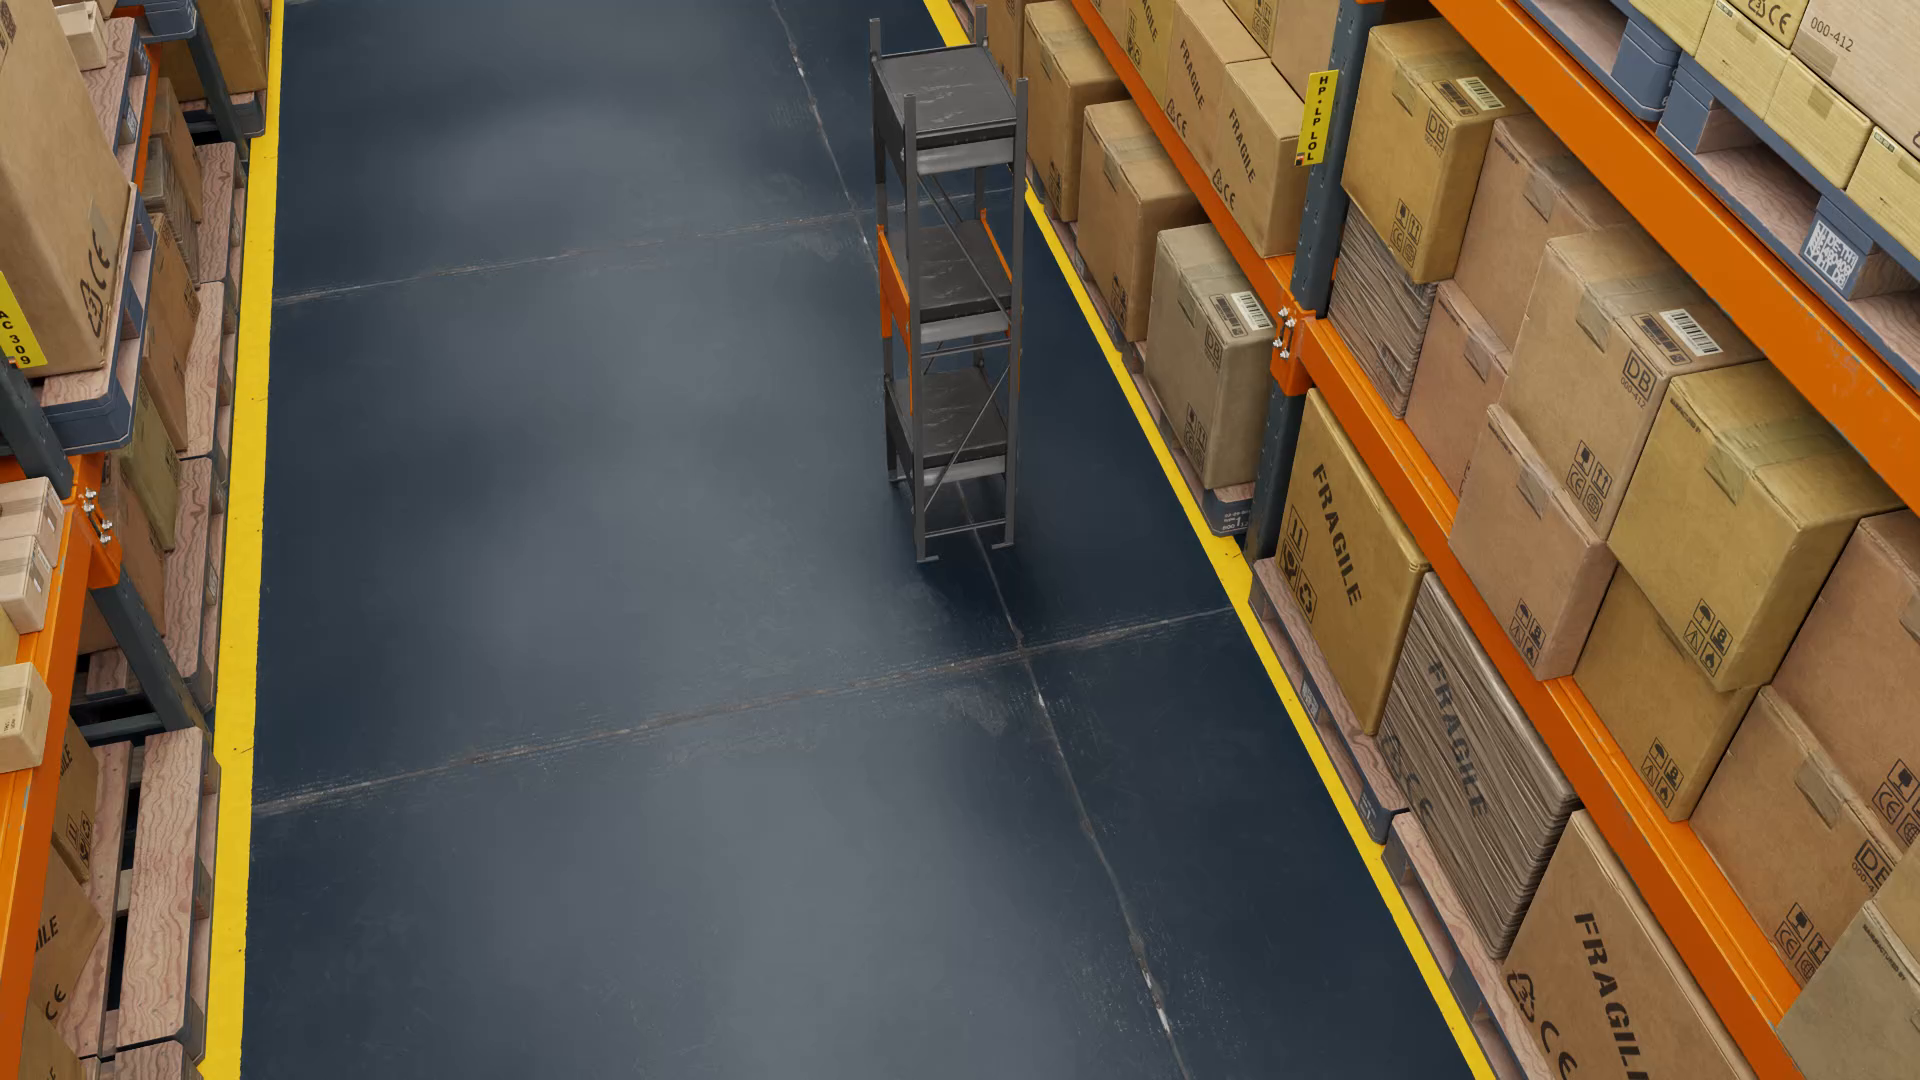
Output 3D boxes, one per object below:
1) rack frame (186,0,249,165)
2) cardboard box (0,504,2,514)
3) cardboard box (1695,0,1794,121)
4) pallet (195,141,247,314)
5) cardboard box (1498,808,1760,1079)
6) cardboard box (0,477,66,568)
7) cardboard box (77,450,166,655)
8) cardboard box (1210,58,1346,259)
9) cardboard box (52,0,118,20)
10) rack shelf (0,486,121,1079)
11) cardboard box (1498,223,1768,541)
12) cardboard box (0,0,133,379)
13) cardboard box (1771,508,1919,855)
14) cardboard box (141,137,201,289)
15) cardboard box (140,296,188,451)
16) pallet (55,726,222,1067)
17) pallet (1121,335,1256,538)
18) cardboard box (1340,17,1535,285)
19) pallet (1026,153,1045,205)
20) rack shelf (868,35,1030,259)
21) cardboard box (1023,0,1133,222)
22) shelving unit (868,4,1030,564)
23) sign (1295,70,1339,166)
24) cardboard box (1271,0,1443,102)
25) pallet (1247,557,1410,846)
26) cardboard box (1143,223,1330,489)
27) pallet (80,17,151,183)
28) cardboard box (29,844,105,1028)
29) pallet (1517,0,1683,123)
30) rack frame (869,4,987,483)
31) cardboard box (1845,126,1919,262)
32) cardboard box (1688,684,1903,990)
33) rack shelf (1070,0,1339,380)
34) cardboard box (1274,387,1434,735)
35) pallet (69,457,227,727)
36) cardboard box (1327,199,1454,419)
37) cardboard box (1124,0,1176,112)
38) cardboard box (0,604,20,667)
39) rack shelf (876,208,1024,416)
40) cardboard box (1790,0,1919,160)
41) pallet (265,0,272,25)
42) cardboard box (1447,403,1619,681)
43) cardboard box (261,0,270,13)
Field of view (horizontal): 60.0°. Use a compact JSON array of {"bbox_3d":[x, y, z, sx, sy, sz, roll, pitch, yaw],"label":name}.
[{"bbox_3d":[-4.210,-2.964,7.555,1.000,3.000,0.127,-11,47,-10],"label":"rack frame"},{"bbox_3d":[-3.130,-0.020,4.391,0.875,0.500,0.500,-11,47,-10],"label":"cardboard box"},{"bbox_3d":[1.727,-0.991,3.333,0.380,0.149,0.250,-11,47,-10],"label":"cardboard box"},{"bbox_3d":[-4.011,-1.449,8.022,1.003,0.211,1.213,-11,47,-10],"label":"pallet"},{"bbox_3d":[2.194,1.255,4.613,0.875,0.875,0.875,-11,47,-11],"label":"cardboard box"},{"bbox_3d":[-2.846,-0.020,4.845,0.380,0.149,0.250,-11,47,-10],"label":"cardboard box"},{"bbox_3d":[-3.322,0.090,6.003,0.700,0.500,0.500,-14,47,-13],"label":"cardboard box"},{"bbox_3d":[1.243,-1.386,5.938,0.500,0.500,0.500,-11,47,-11],"label":"cardboard box"},{"bbox_3d":[-3.793,-2.414,6.651,0.700,0.500,0.500,-4,46,-4],"label":"cardboard box"},{"bbox_3d":[-2.674,1.430,3.752,1.077,0.370,4.000,-11,47,-10],"label":"rack shelf"},{"bbox_3d":[1.955,-0.453,4.233,0.875,0.550,0.550,-11,47,-10],"label":"cardboard box"},{"bbox_3d":[-3.254,-1.134,5.047,1.000,1.000,1.000,-10,46,-10],"label":"cardboard box"},{"bbox_3d":[2.359,0.254,3.540,0.875,0.550,0.550,-11,47,-10],"label":"cardboard box"},{"bbox_3d":[-3.864,-1.404,7.468,0.700,0.500,0.500,-14,47,-14],"label":"cardboard box"},{"bbox_3d":[-3.570,-0.629,6.708,0.700,0.500,0.500,-14,47,-14],"label":"cardboard box"},{"bbox_3d":[-2.980,1.230,5.396,1.003,0.211,1.213,-11,47,-10],"label":"pallet"},{"bbox_3d":[1.364,-0.583,7.173,1.003,0.211,1.213,-11,47,-10],"label":"pallet"},{"bbox_3d":[1.696,-1.209,4.974,0.875,0.550,0.550,-11,47,-10],"label":"cardboard box"},{"bbox_3d":[0.740,-2.267,8.824,1.003,0.211,1.213,-11,47,-10],"label":"pallet"},{"bbox_3d":[-0.042,-1.330,5.622,0.431,0.518,0.480,-11,47,-10],"label":"rack shelf"},{"bbox_3d":[0.907,-2.121,8.010,1.050,0.750,0.750,-10,46,-10],"label":"cardboard box"},{"bbox_3d":[-0.042,-0.849,6.112,0.431,2.100,0.503,-11,47,-10],"label":"shelving unit"},{"bbox_3d":[1.113,-1.311,5.180,0.100,0.325,0.005,-11,47,-10],"label":"sign"},{"bbox_3d":[1.502,-1.767,5.611,0.700,0.500,0.500,-11,47,-11],"label":"cardboard box"},{"bbox_3d":[1.754,0.475,6.136,1.003,0.211,1.213,-11,47,-10],"label":"pallet"},{"bbox_3d":[1.389,-0.812,6.726,1.050,0.750,0.750,-11,47,-11],"label":"cardboard box"},{"bbox_3d":[-3.663,-1.538,6.291,1.003,0.211,1.213,-11,47,-10],"label":"pallet"},{"bbox_3d":[-2.968,1.203,4.927,0.500,0.500,0.500,3,46,2],"label":"cardboard box"},{"bbox_3d":[1.834,-1.492,4.074,1.003,0.211,1.213,-11,47,-10],"label":"pallet"},{"bbox_3d":[-0.105,-1.018,6.277,0.400,2.100,0.015,-11,47,-10],"label":"rack frame"},{"bbox_3d":[1.856,-0.643,2.991,0.380,0.149,0.250,-10,46,-10],"label":"cardboard box"},{"bbox_3d":[2.336,0.636,3.921,0.875,0.550,0.550,-11,47,-10],"label":"cardboard box"},{"bbox_3d":[1.123,-2.169,7.279,1.077,0.370,4.000,-11,47,-10],"label":"rack shelf"},{"bbox_3d":[1.728,0.004,5.840,0.875,0.875,0.875,-10,46,-10],"label":"cardboard box"},{"bbox_3d":[-3.386,0.236,6.371,1.003,0.211,1.213,-11,47,-10],"label":"pallet"},{"bbox_3d":[1.741,-0.840,5.368,0.875,0.550,0.550,-11,47,-10],"label":"cardboard box"},{"bbox_3d":[0.984,-2.084,6.622,0.500,0.500,0.500,-10,46,-10],"label":"cardboard box"},{"bbox_3d":[-2.786,0.338,4.495,0.380,0.149,0.250,-11,47,-10],"label":"cardboard box"},{"bbox_3d":[-0.042,-0.840,6.122,0.431,0.518,0.480,-11,47,-10],"label":"rack shelf"},{"bbox_3d":[1.880,-0.889,2.953,0.500,0.250,0.500,-10,46,-10],"label":"cardboard box"},{"bbox_3d":[-4.647,-3.387,9.922,1.003,0.211,1.213,-11,47,-10],"label":"pallet"},{"bbox_3d":[1.928,-0.070,4.613,0.875,0.550,0.550,-11,47,-10],"label":"cardboard box"},{"bbox_3d":[-4.587,-3.465,9.239,1.225,0.875,0.875,-11,47,-10],"label":"cardboard box"}]
